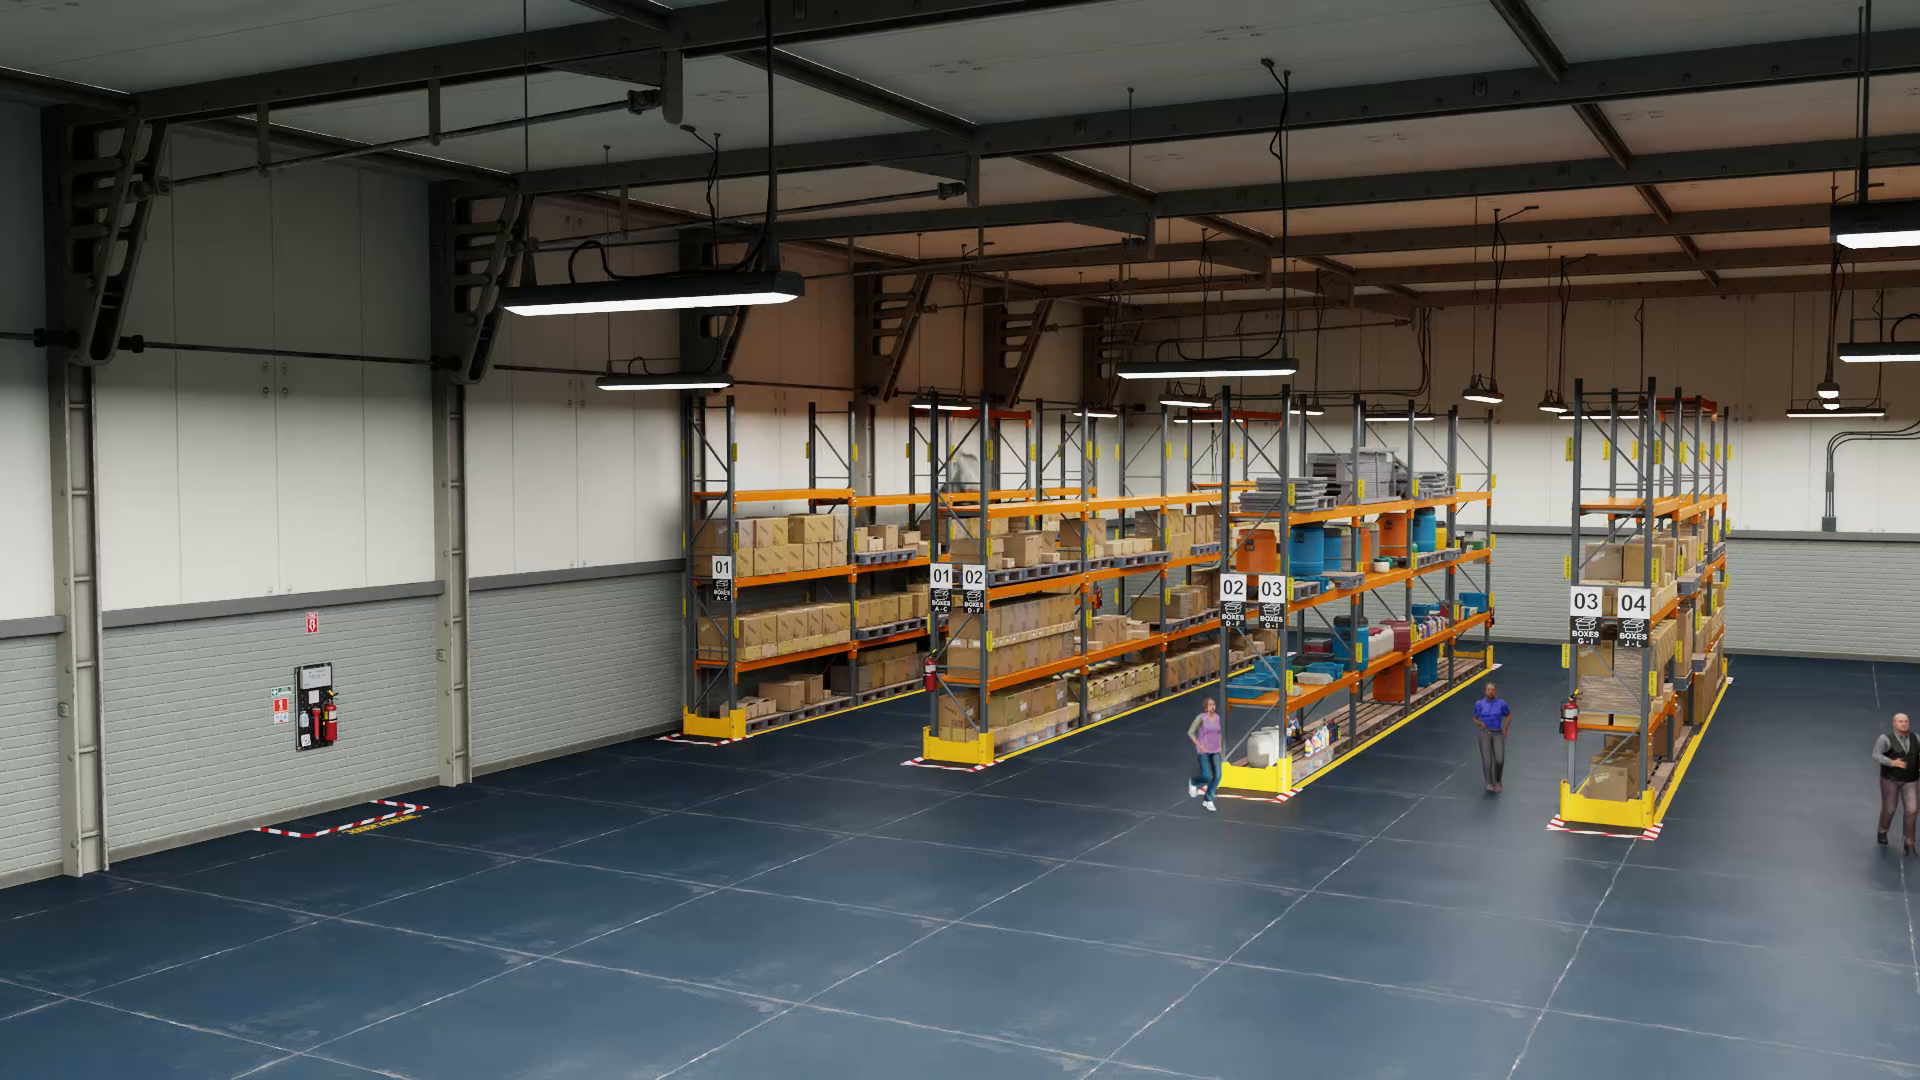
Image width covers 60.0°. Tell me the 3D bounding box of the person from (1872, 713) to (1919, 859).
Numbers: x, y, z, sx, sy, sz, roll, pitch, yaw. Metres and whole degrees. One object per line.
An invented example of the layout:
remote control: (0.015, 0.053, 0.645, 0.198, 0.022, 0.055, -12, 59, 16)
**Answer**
person: (11.754, 3.053, 20.820, 0.668, 1.794, 0.773, 1, 3, 12)

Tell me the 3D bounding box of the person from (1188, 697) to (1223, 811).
person: (3.473, 3.047, 23.485, 0.545, 1.478, 0.556, -1, 3, -25)

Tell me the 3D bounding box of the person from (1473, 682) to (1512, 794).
person: (7.788, 2.903, 24.338, 0.548, 1.634, 0.636, 1, 3, 16)
